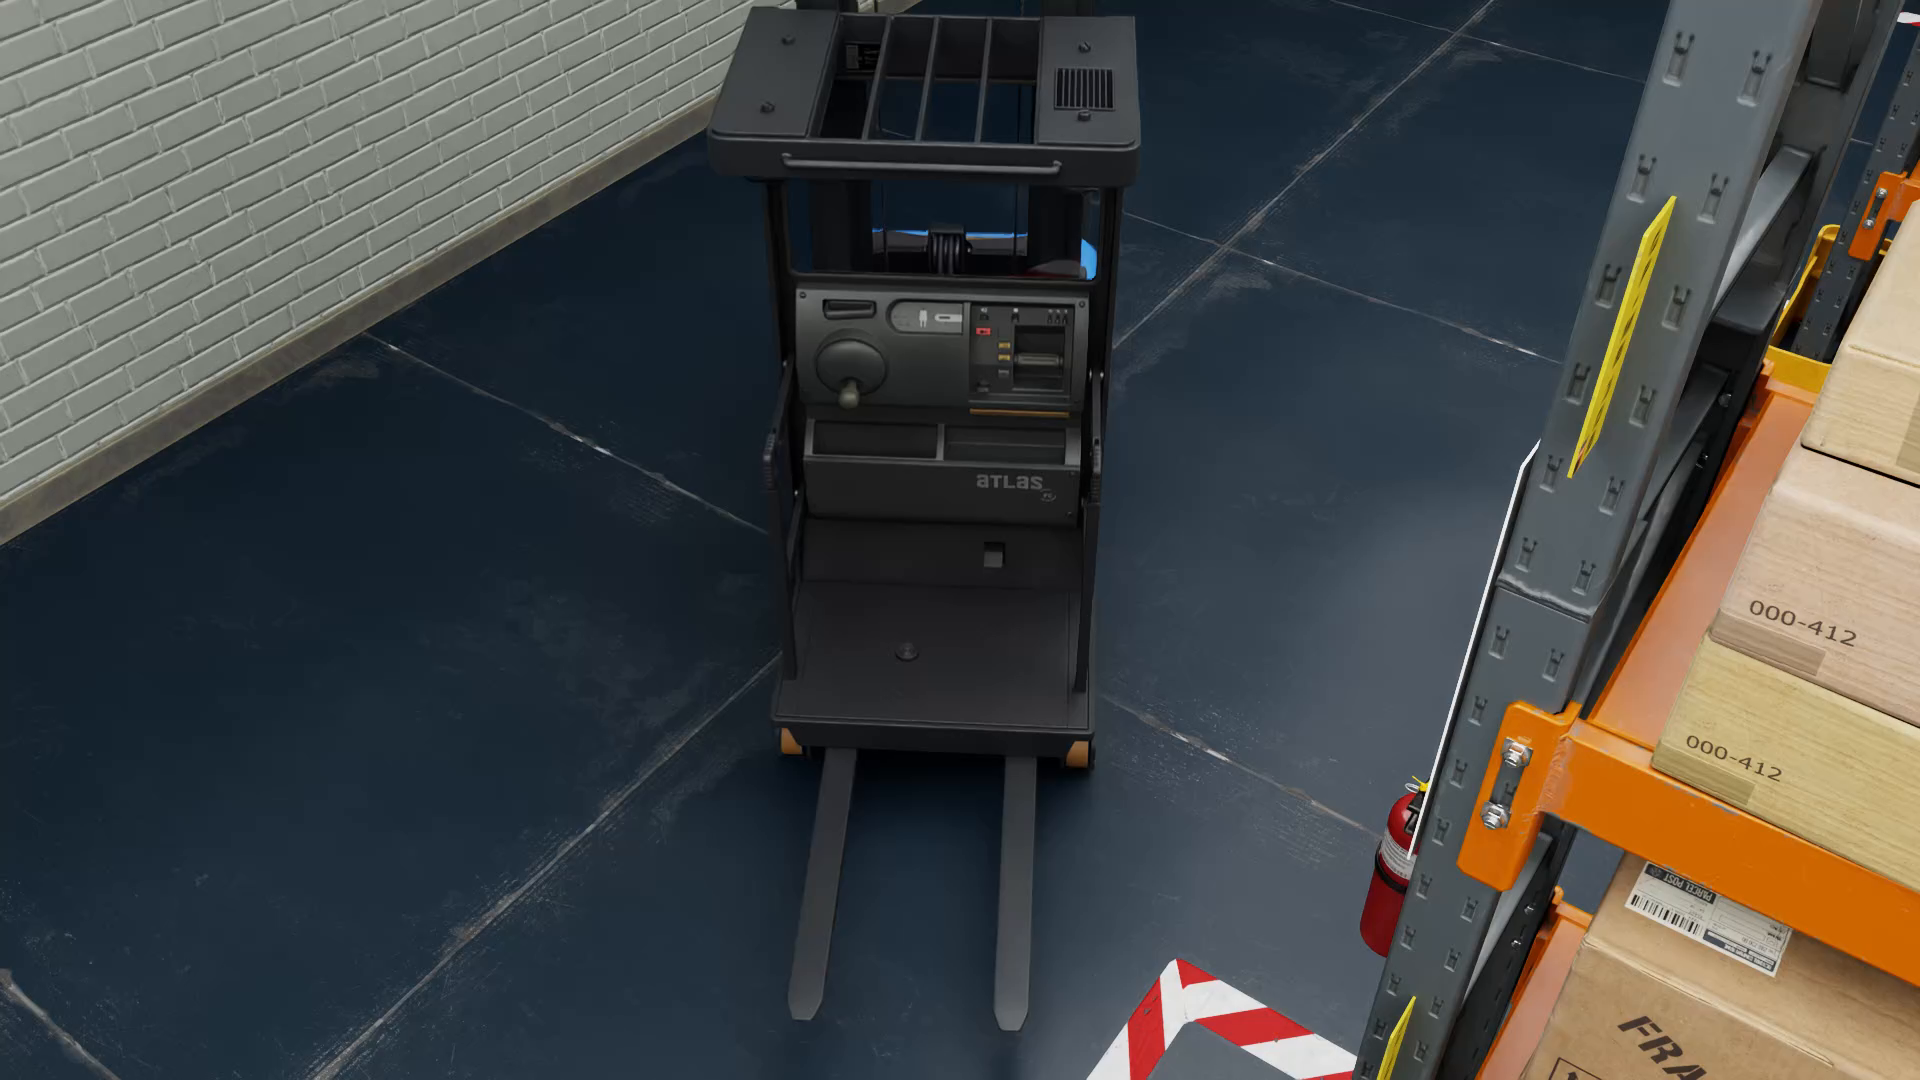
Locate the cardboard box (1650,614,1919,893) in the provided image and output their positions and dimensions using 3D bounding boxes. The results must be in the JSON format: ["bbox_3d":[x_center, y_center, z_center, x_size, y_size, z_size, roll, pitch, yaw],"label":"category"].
[{"bbox_3d":[1.263,0.178,2.164,0.500,0.250,0.500,27,48,27],"label":"cardboard box"}]

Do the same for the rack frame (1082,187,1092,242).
[{"bbox_3d":[0.503,-1.181,6.946,0.032,1.500,0.500,1,42,1],"label":"rack frame"}]

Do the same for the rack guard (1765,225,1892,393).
[{"bbox_3d":[3.782,-0.890,7.370,0.348,0.500,1.175,25,48,25],"label":"rack guard"}]

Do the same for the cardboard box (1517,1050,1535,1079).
[{"bbox_3d":[1.251,1.103,2.969,0.500,0.500,0.500,27,49,27],"label":"cardboard box"}]

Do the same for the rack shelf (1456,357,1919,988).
[{"bbox_3d":[2.679,0.845,1.846,4.000,0.370,1.077,25,48,25],"label":"rack shelf"}]

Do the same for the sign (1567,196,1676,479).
[{"bbox_3d":[0.730,-0.218,1.840,0.005,0.325,0.100,25,48,25],"label":"sign"}]

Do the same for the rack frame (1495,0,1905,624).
[{"bbox_3d":[1.042,-1.307,1.462,0.127,3.000,1.000,25,48,25],"label":"rack frame"}]

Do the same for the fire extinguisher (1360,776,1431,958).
[{"bbox_3d":[1.101,0.748,4.002,0.183,0.674,0.296,25,48,25],"label":"fire extinguisher"}]

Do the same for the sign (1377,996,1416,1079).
[{"bbox_3d":[0.730,0.903,2.843,0.005,0.325,0.100,25,48,25],"label":"sign"}]

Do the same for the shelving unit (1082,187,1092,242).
[{"bbox_3d":[-0.015,-1.188,6.953,1.083,1.500,0.587,1,42,1],"label":"shelving unit"}]

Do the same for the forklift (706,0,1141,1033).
[{"bbox_3d":[-0.069,-0.521,5.135,1.130,2.935,3.031,2,42,3],"label":"forklift"}]

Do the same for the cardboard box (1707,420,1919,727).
[{"bbox_3d":[1.260,-0.006,1.995,0.500,0.250,0.500,26,48,26],"label":"cardboard box"}]

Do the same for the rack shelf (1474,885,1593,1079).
[{"bbox_3d":[2.679,1.963,2.847,4.000,0.370,1.077,25,48,25],"label":"rack shelf"}]

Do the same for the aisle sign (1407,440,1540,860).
[{"bbox_3d":[0.810,0.096,2.444,0.004,0.787,0.394,25,48,25],"label":"aisle sign"}]

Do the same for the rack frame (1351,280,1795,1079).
[{"bbox_3d":[1.042,0.929,3.462,0.127,3.000,1.000,25,48,25],"label":"rack frame"}]

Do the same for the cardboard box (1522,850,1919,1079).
[{"bbox_3d":[1.257,0.725,2.642,0.500,0.500,0.500,25,47,25],"label":"cardboard box"}]

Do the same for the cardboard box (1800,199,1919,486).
[{"bbox_3d":[1.176,-0.220,1.935,0.250,0.149,0.380,25,47,25],"label":"cardboard box"}]

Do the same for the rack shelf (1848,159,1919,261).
[{"bbox_3d":[5.439,-0.778,5.910,4.000,0.370,1.077,25,48,25],"label":"rack shelf"}]

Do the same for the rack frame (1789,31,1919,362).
[{"bbox_3d":[3.801,-1.812,6.526,0.127,3.000,1.000,25,48,25],"label":"rack frame"}]
